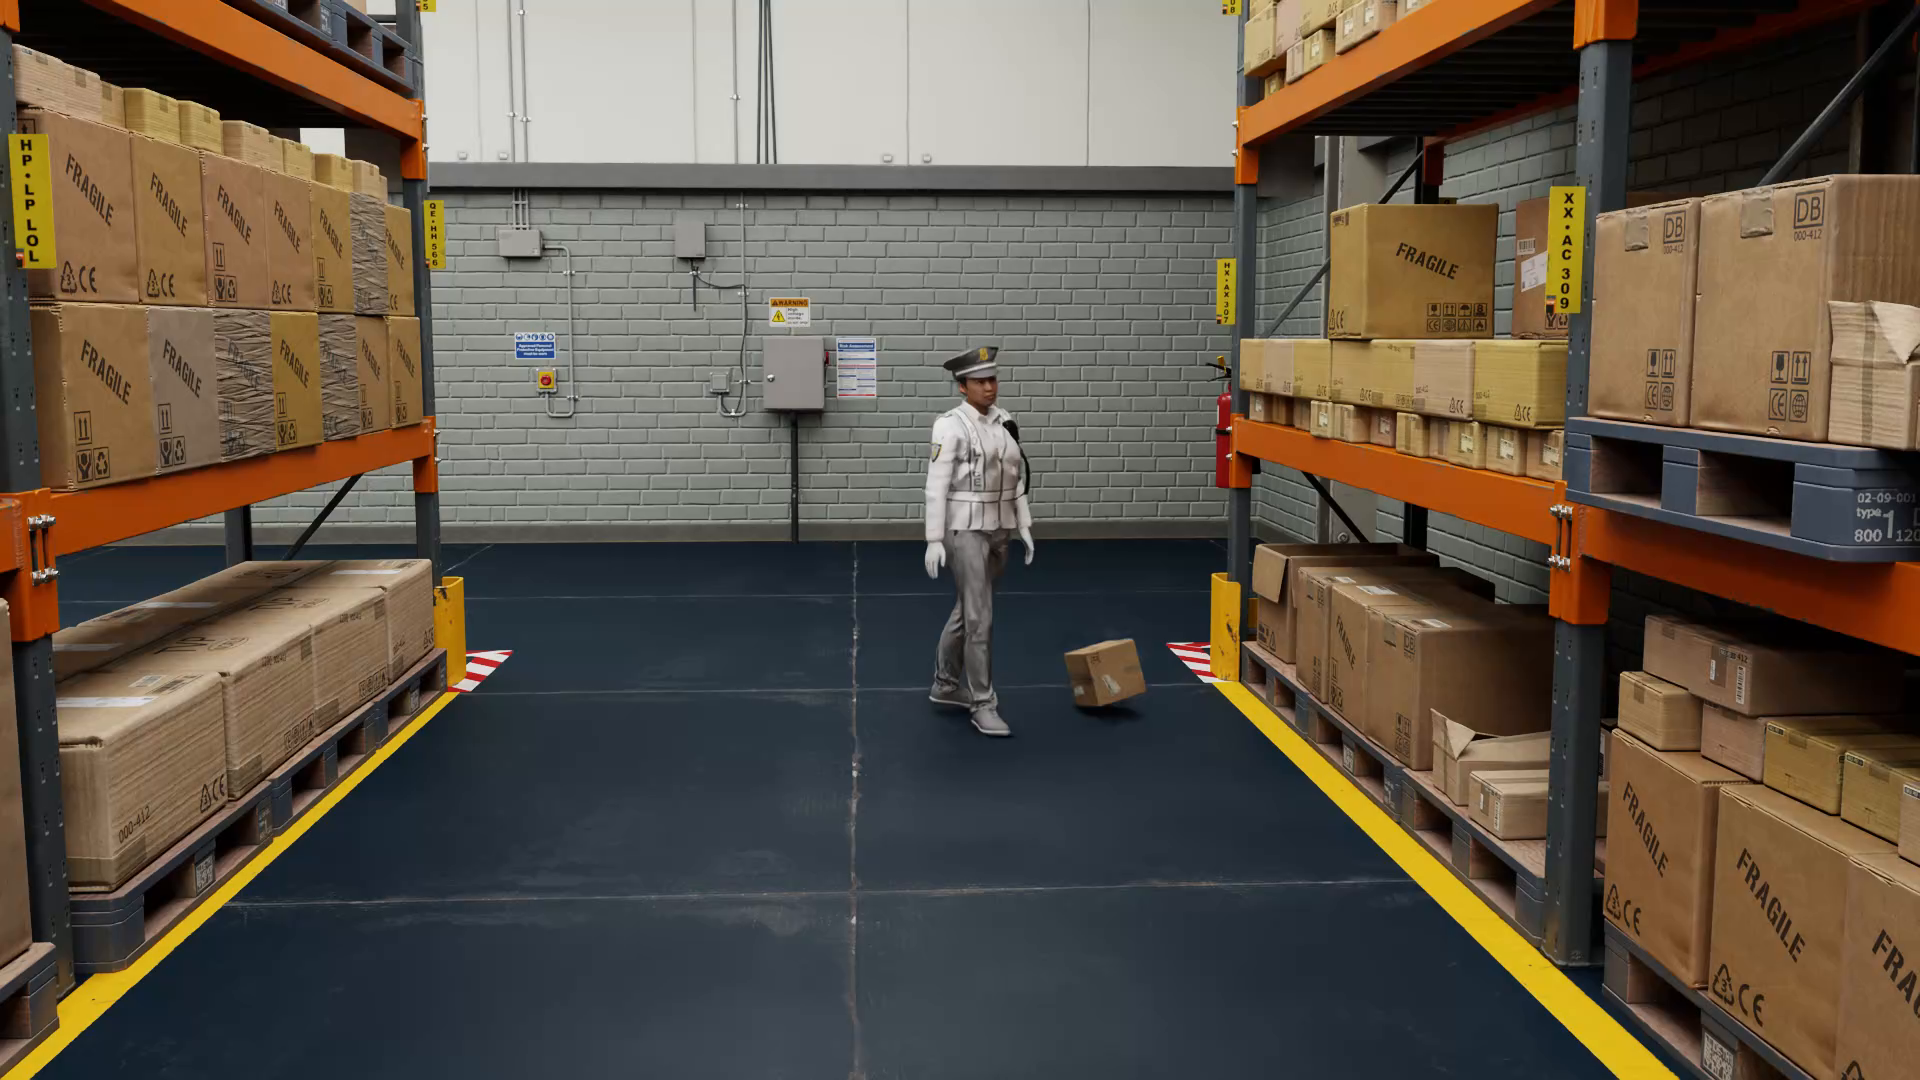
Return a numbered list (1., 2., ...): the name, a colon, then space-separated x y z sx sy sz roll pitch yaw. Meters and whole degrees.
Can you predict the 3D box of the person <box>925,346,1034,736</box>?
1. person: 0.054 -0.014 7.323 0.621 1.671 0.565 6 9 41
